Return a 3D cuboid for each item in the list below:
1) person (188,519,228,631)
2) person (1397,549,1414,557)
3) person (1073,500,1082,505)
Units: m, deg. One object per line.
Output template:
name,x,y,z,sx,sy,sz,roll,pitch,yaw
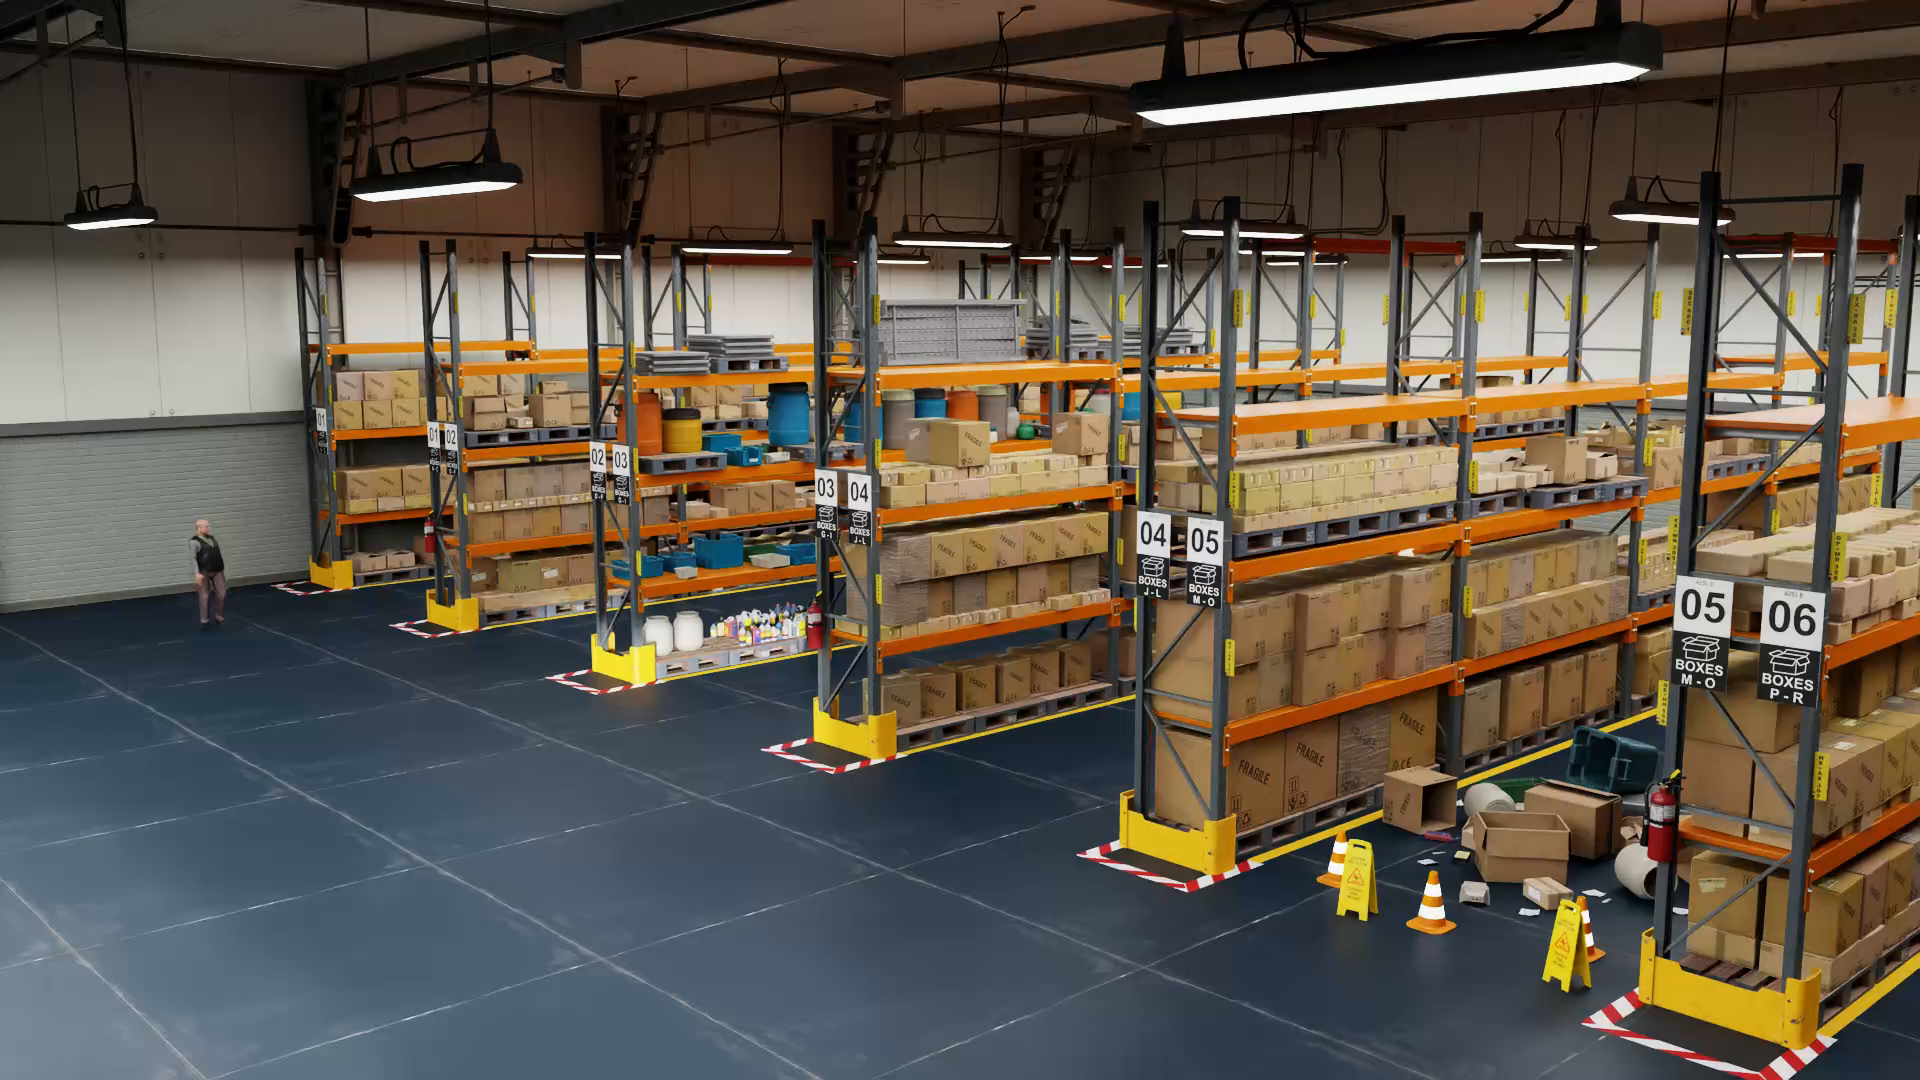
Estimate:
person,-11.688,0.549,25.850,0.560,1.753,0.593,8,11,43
person,6.124,0.973,22.751,0.562,1.731,0.841,8,12,44
person,2.261,-0.239,31.148,1.038,1.727,0.623,-7,11,-41
